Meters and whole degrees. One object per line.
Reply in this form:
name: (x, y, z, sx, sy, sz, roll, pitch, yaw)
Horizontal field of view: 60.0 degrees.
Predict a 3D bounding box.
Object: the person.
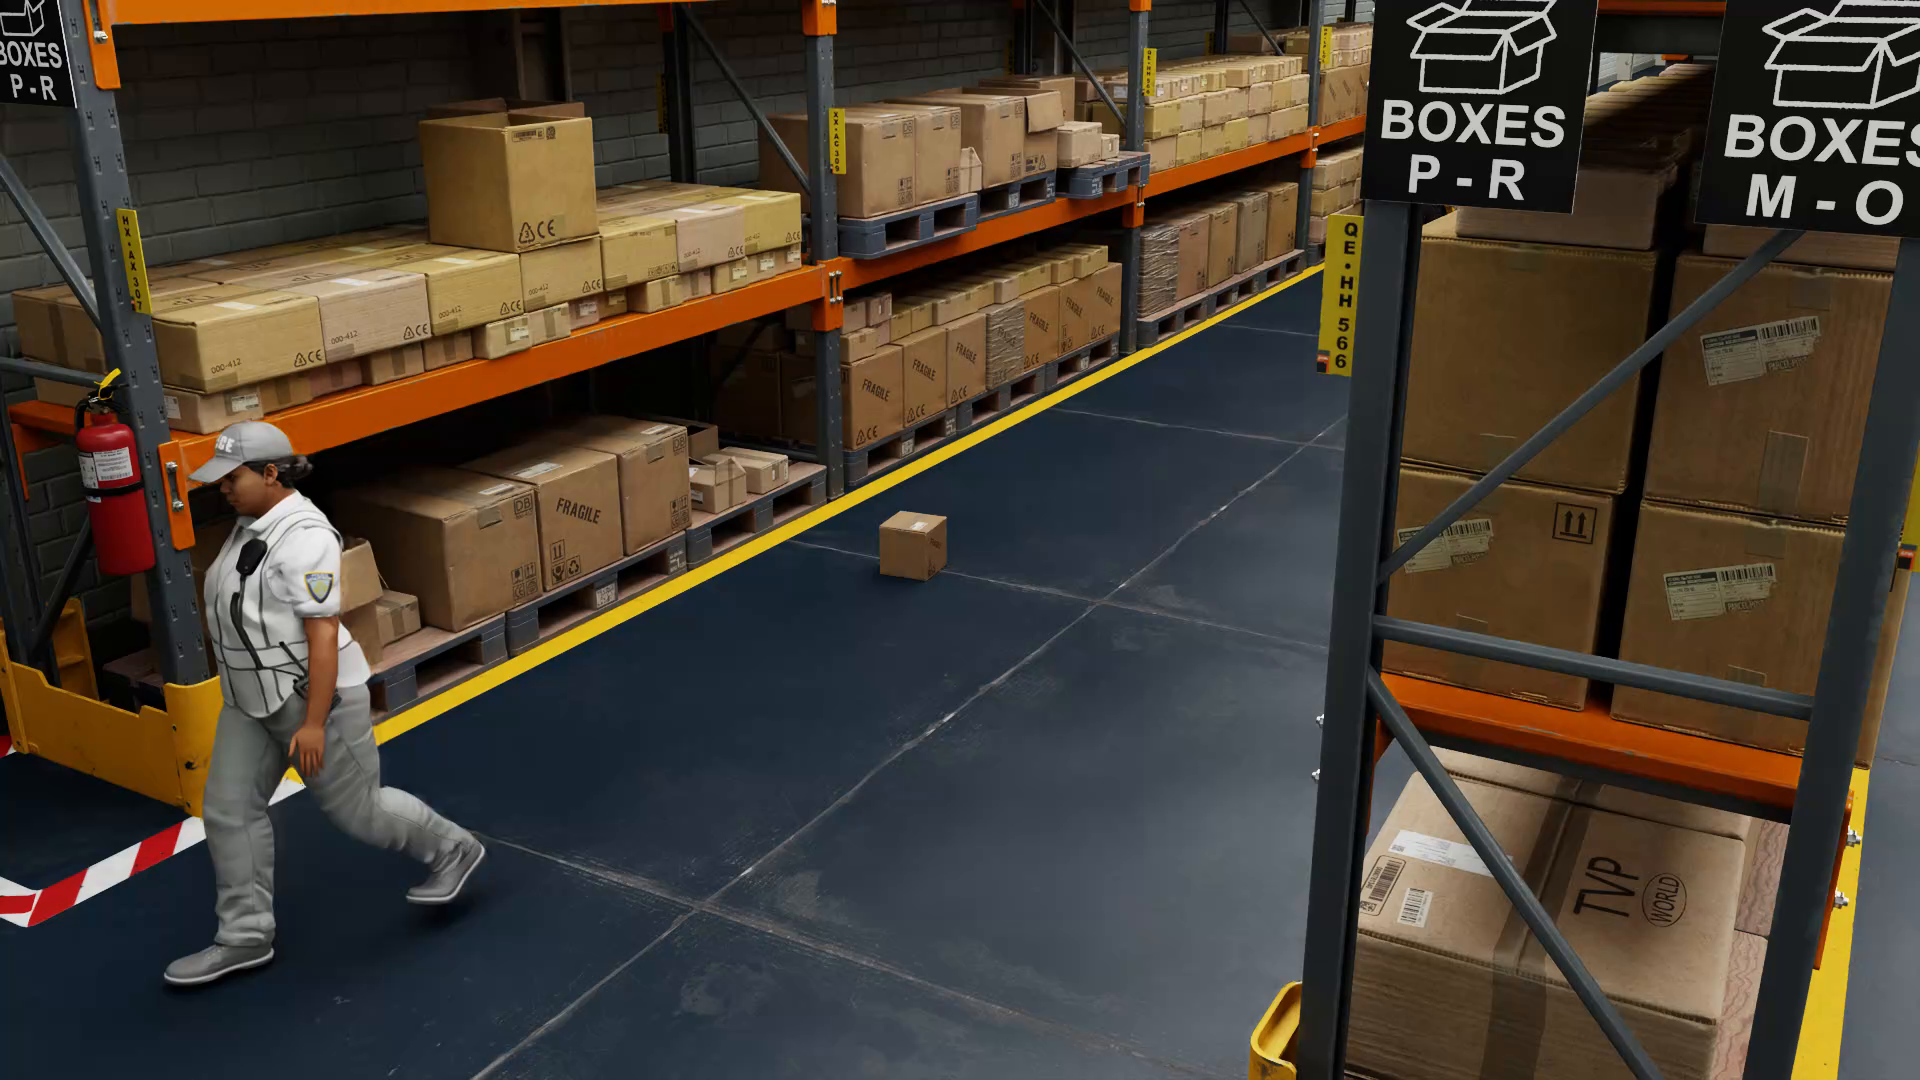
person: (-1.916, 0.449, 4.822, 0.512, 1.615, 0.939, 17, 26, 39)
